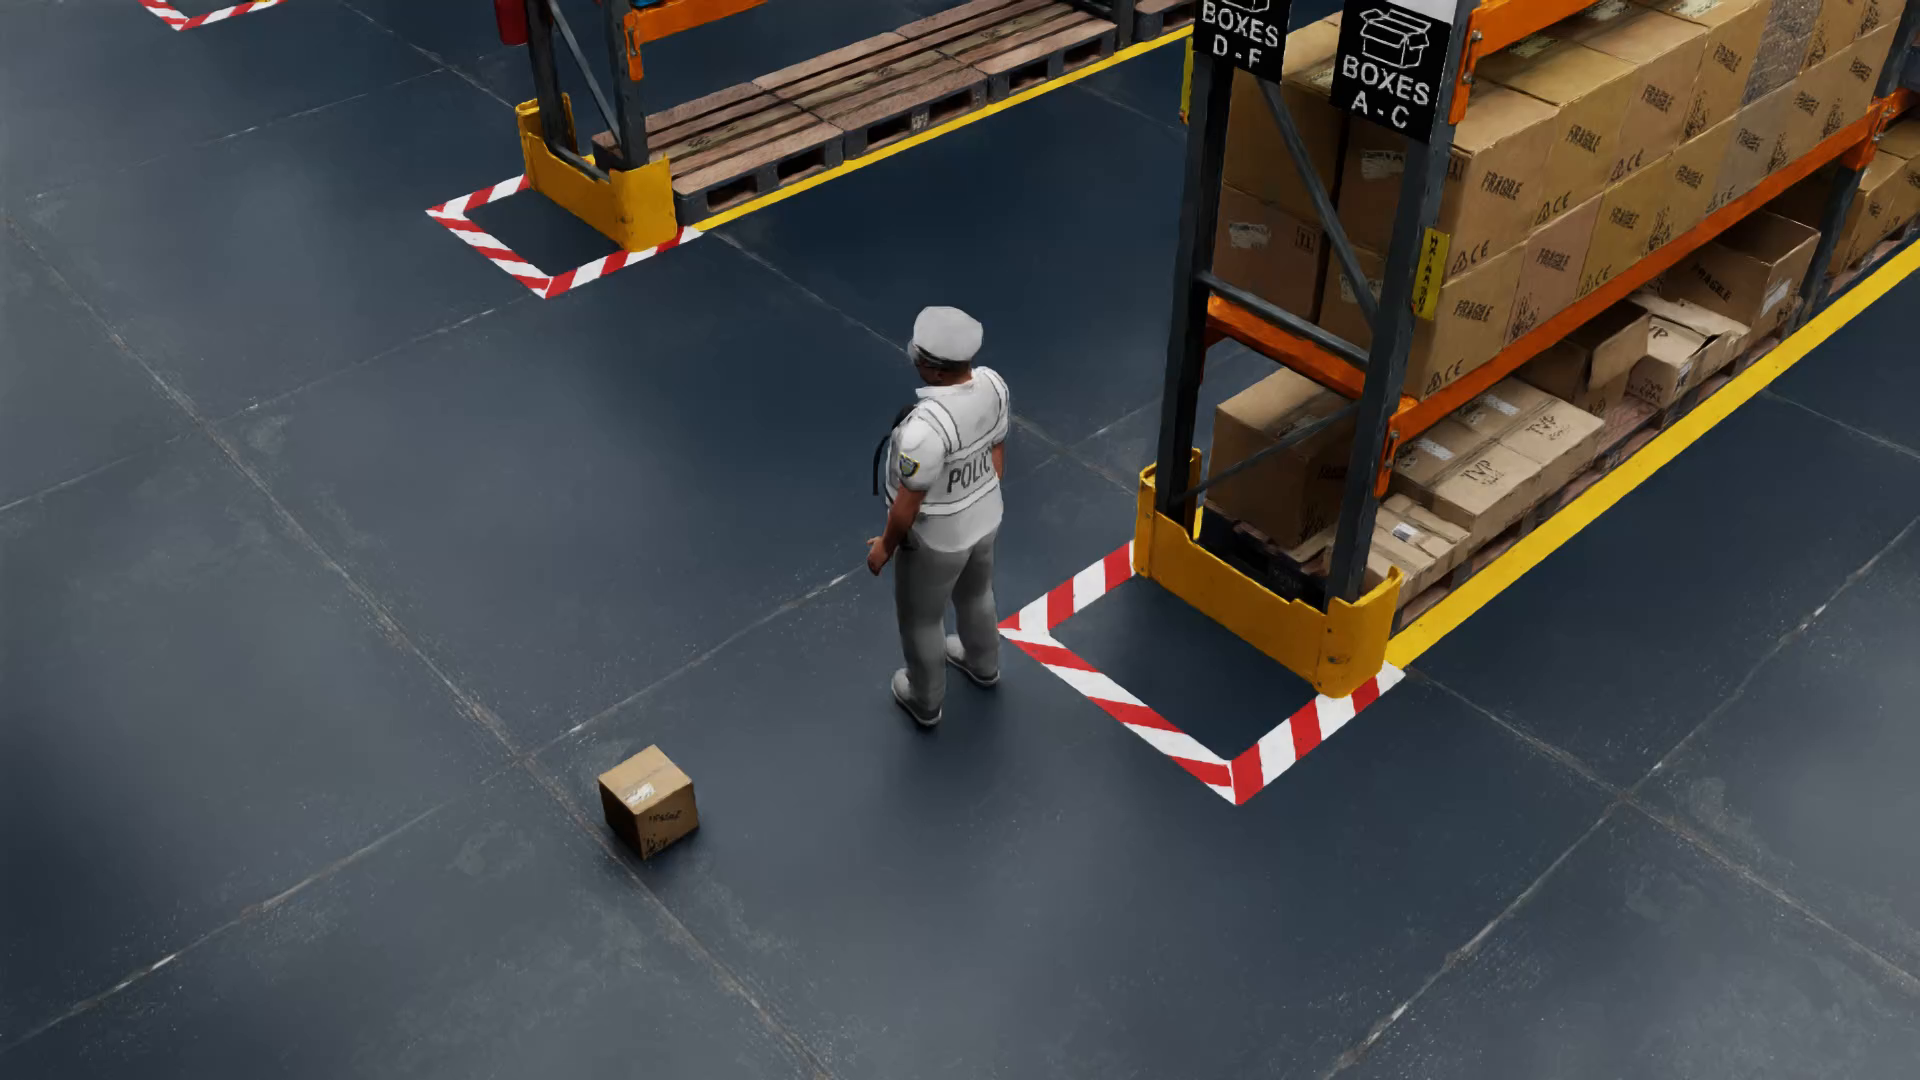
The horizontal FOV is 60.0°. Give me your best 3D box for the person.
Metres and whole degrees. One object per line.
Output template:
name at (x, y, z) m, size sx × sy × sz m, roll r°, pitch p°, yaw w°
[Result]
person at (-0.059, -0.062, 6.185) m, size 0.407 × 1.770 × 0.587 m, roll 26°, pitch 46°, yaw 28°
